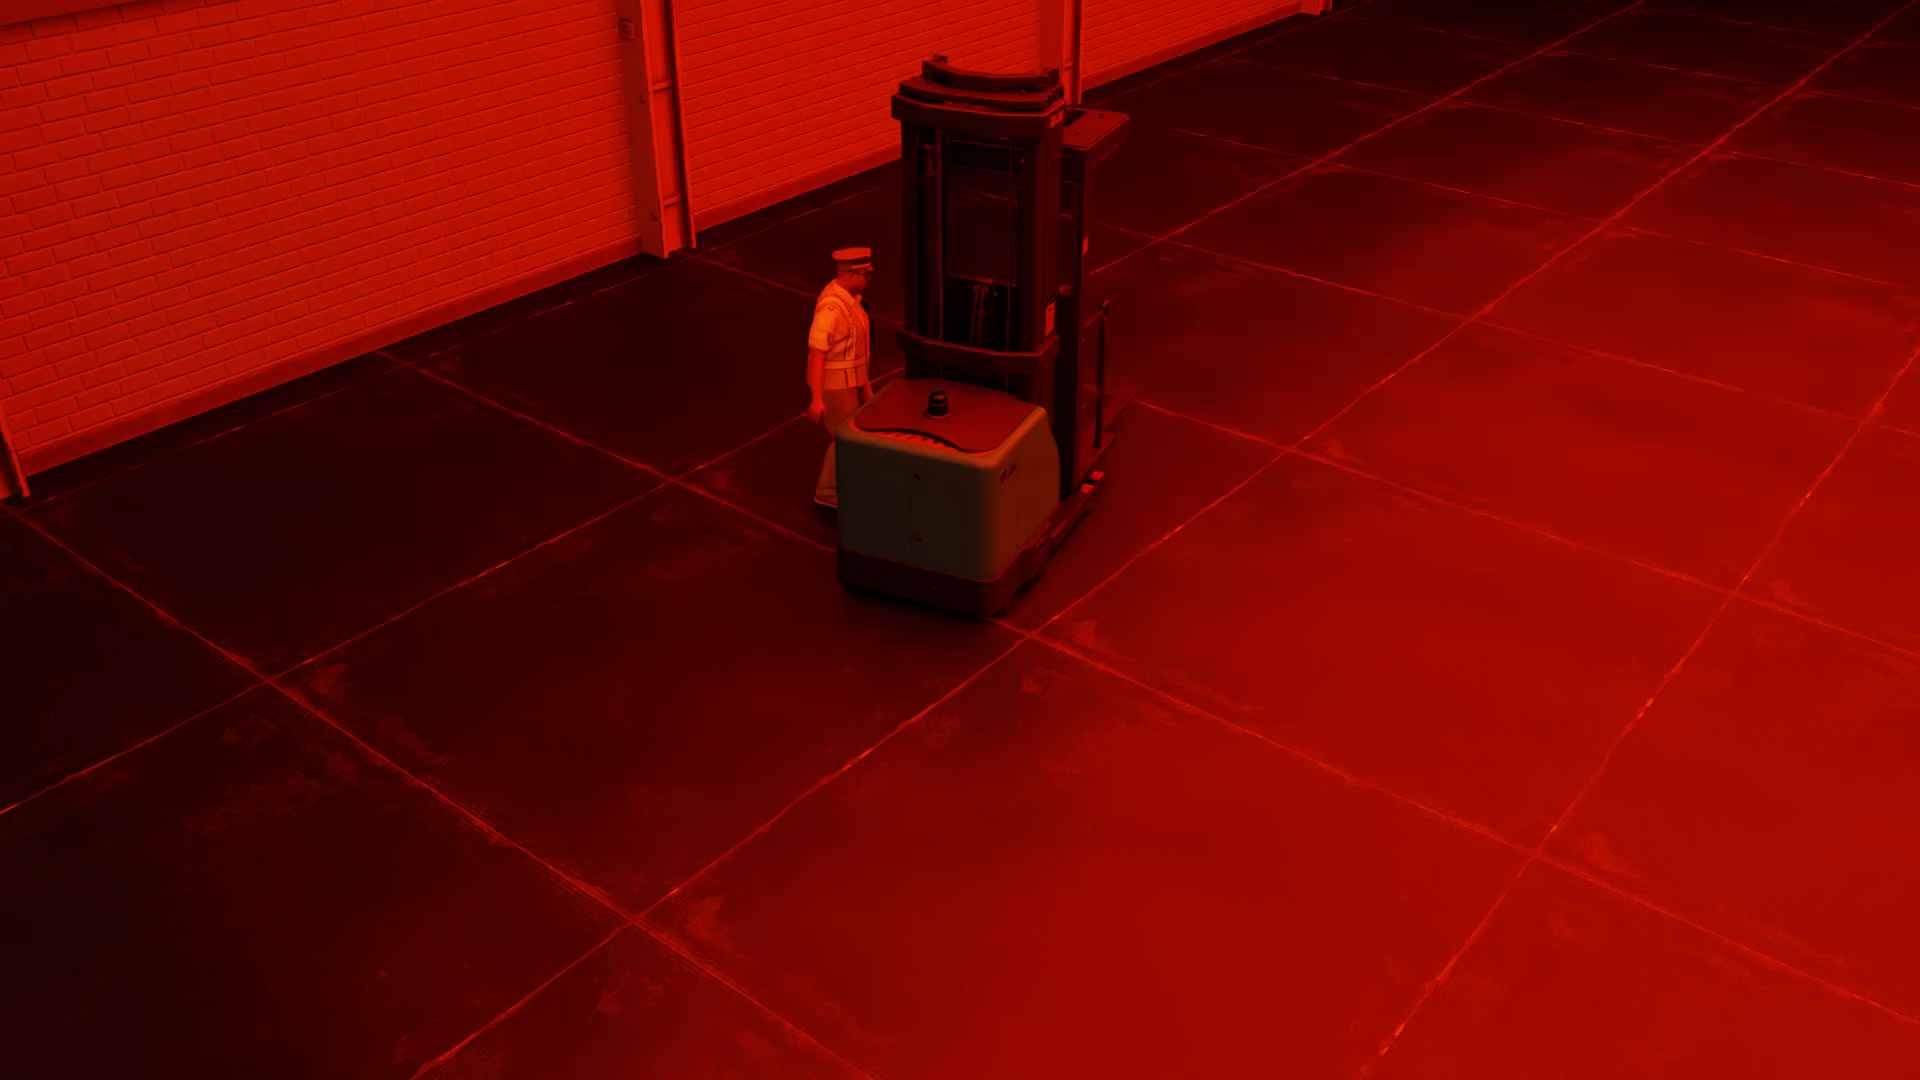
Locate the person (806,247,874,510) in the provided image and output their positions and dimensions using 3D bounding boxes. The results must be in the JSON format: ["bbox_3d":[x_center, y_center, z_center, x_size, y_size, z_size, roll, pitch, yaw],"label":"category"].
[{"bbox_3d":[-0.740,-1.040,10.583,0.423,1.722,0.861,5,31,9],"label":"person"}]

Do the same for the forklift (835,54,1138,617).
[{"bbox_3d":[0.342,-1.547,10.242,1.130,2.935,3.031,13,33,21],"label":"forklift"}]
